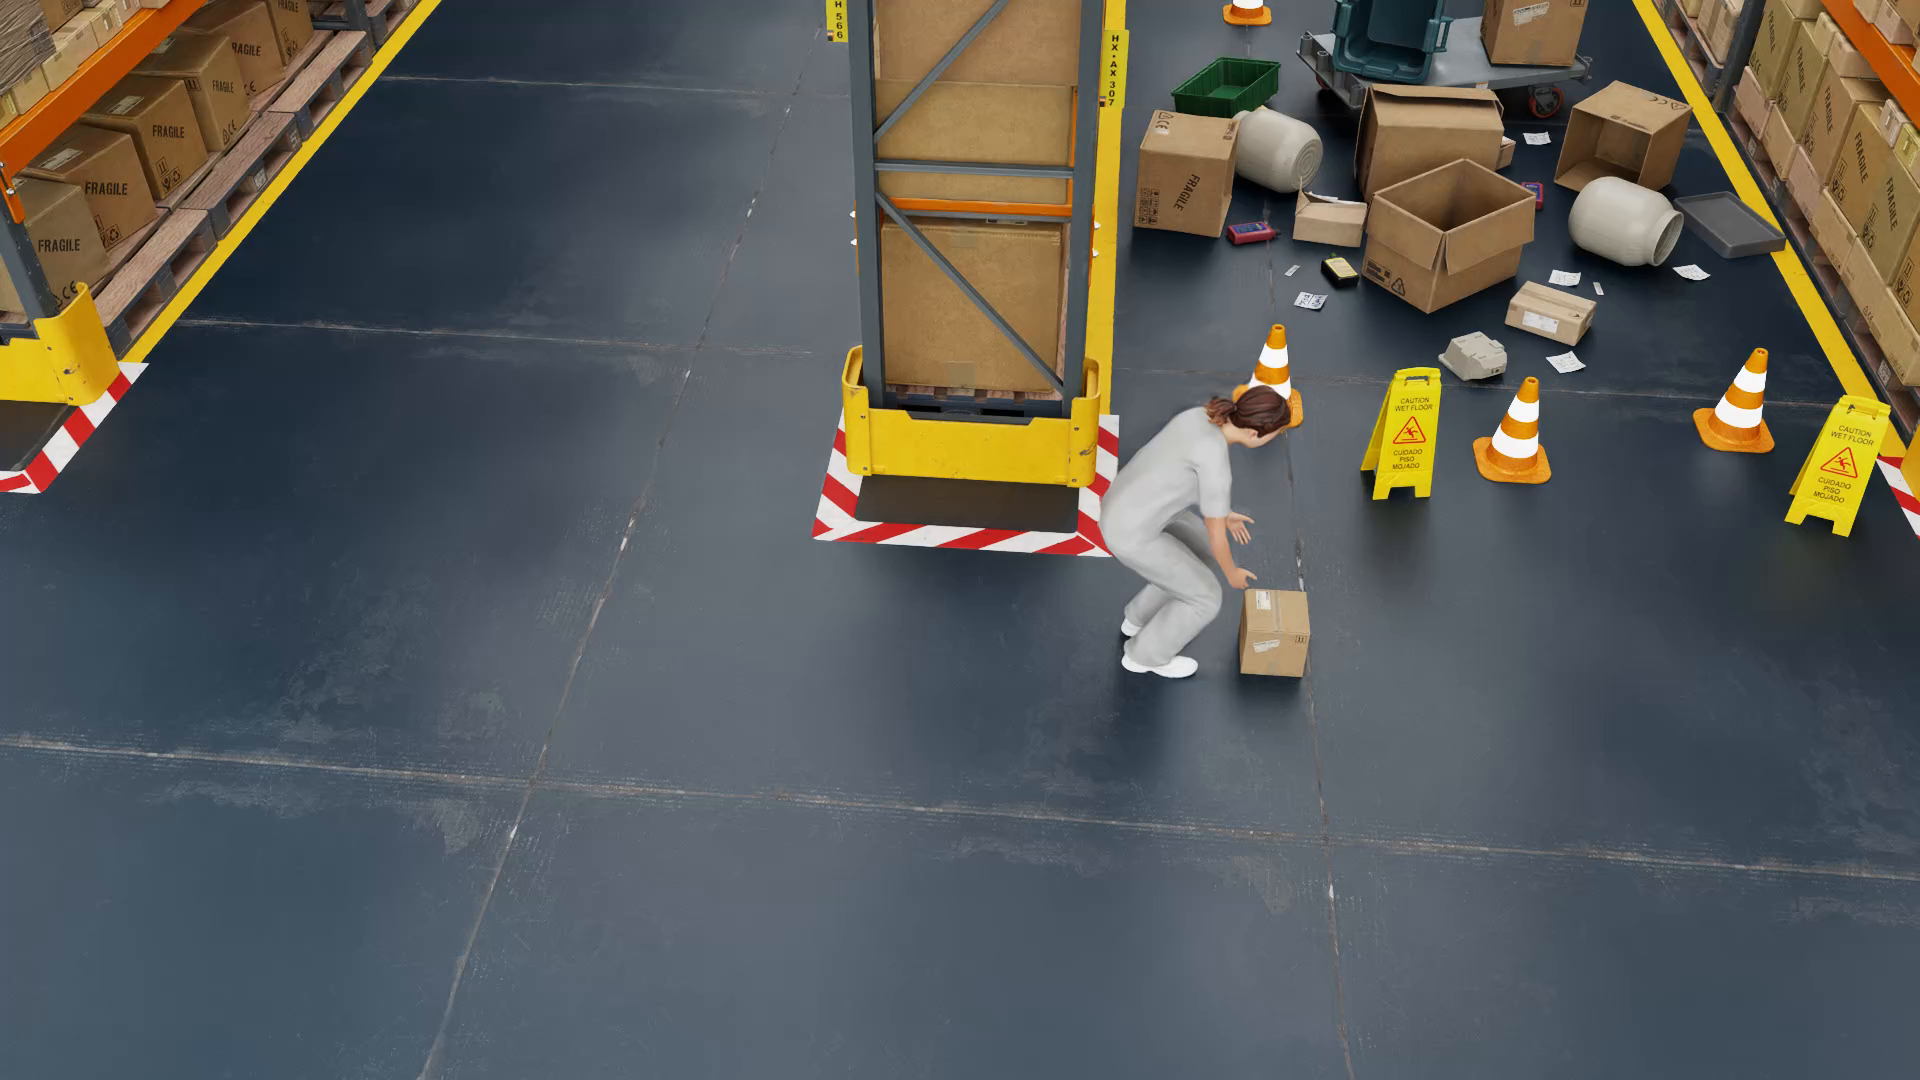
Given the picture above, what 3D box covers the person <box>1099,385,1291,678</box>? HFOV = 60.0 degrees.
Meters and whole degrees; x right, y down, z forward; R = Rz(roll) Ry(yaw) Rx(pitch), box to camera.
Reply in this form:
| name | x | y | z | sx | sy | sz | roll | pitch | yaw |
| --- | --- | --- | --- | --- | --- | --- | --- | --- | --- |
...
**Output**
| name | x | y | z | sx | sy | sz | roll | pitch | yaw |
| --- | --- | --- | --- | --- | --- | --- | --- | --- | --- |
| person | 0.886 | -0.063 | 6.524 | 0.683 | 1.304 | 0.492 | 3 | 40 | 4 |
